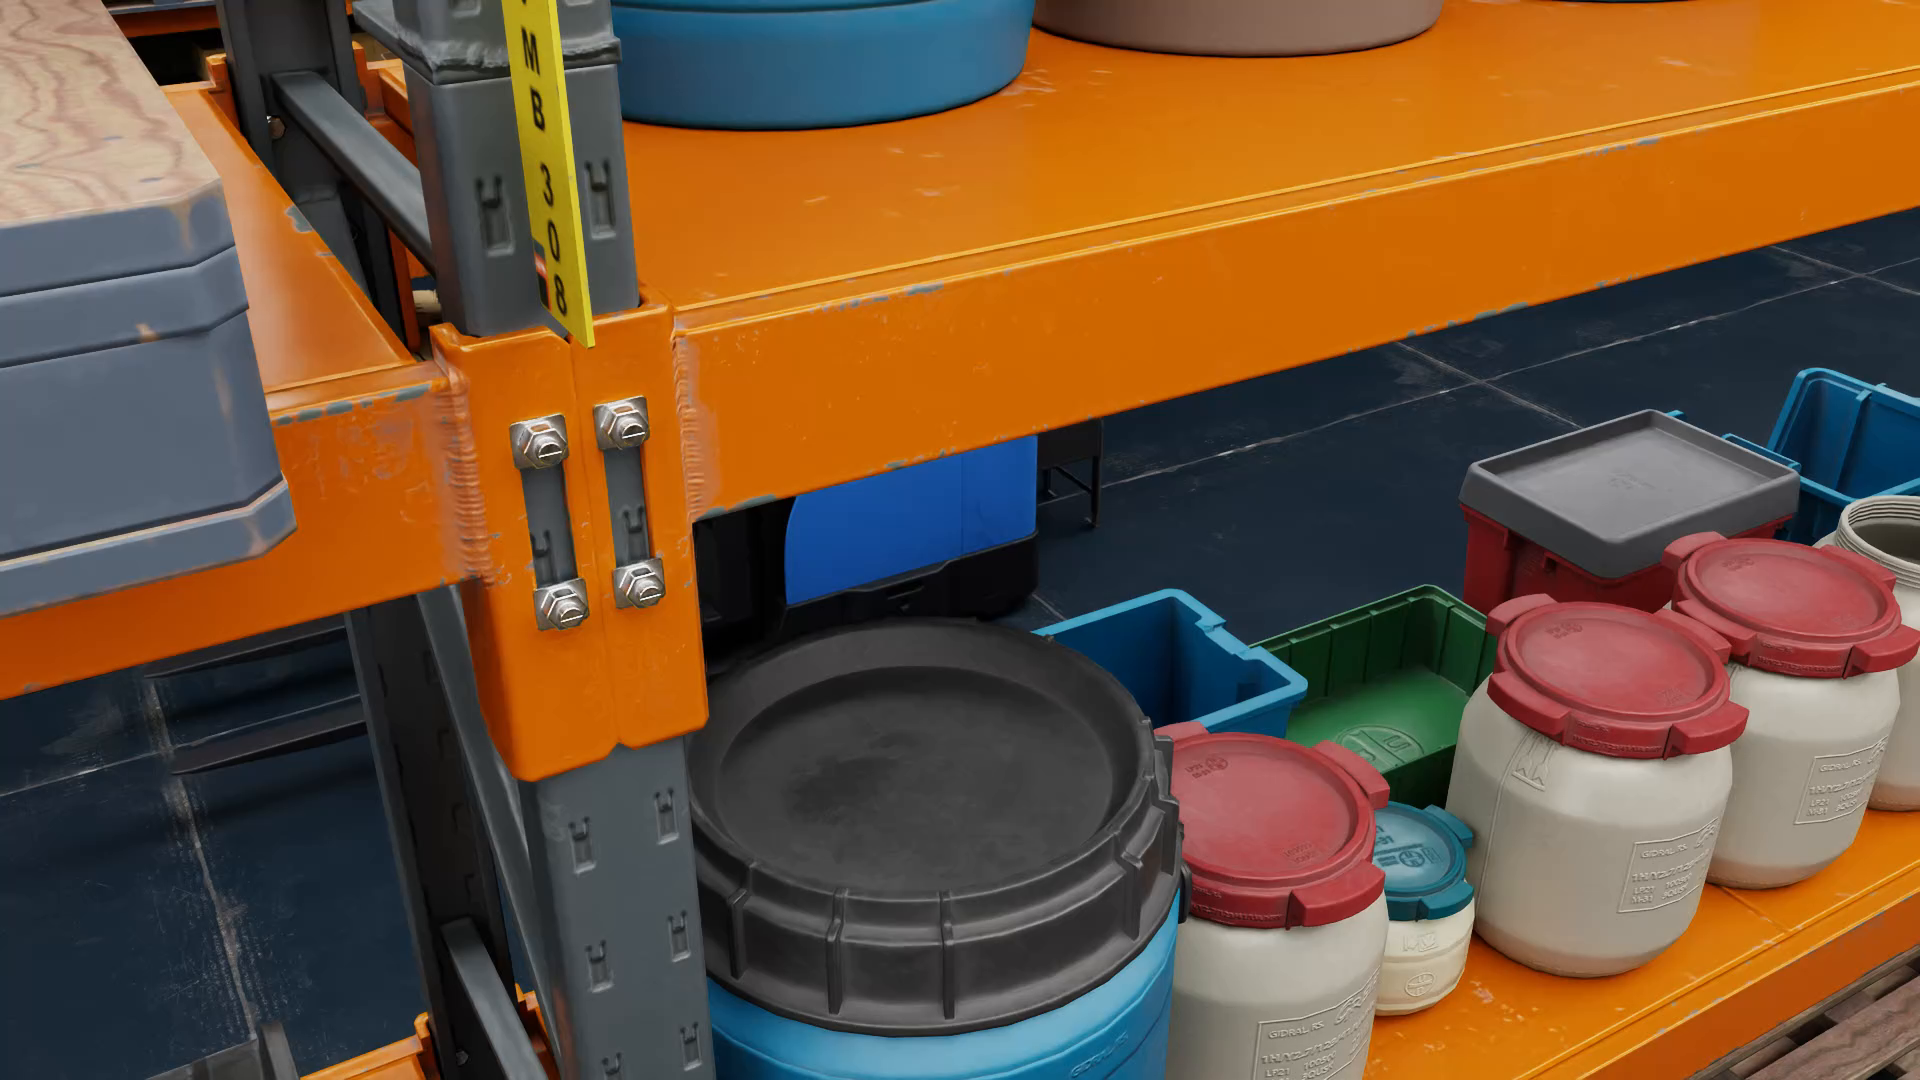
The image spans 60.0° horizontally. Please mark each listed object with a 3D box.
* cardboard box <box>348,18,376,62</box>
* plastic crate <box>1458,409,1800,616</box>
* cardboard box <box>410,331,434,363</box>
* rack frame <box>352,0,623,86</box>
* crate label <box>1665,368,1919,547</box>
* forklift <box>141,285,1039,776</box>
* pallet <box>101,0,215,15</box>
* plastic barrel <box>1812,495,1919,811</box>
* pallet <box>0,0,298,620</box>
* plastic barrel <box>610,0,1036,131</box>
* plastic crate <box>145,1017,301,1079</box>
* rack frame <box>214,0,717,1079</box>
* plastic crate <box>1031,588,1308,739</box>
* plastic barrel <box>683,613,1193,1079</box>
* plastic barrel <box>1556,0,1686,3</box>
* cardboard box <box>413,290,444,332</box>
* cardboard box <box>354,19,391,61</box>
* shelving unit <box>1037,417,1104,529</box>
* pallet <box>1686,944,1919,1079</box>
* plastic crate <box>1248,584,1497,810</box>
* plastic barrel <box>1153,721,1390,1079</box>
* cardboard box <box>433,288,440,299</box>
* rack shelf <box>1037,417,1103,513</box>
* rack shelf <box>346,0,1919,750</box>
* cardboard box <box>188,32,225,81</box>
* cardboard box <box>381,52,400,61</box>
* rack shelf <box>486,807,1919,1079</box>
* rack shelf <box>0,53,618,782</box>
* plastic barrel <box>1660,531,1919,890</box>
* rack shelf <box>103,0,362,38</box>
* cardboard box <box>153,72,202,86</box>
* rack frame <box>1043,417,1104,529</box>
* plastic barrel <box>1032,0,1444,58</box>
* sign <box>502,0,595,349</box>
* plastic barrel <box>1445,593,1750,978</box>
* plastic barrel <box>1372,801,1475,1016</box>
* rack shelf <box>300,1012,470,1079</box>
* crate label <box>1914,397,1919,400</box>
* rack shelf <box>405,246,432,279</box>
[{"bbox_3d":[-4.105,-3.182,10.767,0.500,0.250,0.500,-17,33,-28],"label":"cardboard box"},{"bbox_3d":[1.364,0.058,3.474,0.583,0.464,0.402,-16,33,-26],"label":"plastic crate"},{"bbox_3d":[-2.126,-0.611,6.583,0.500,0.311,0.500,-16,33,-27],"label":"cardboard box"},{"bbox_3d":[-0.537,-1.829,0.752,0.127,3.000,1.000,-16,33,-26],"label":"rack frame"},{"bbox_3d":[1.918,-0.067,3.730,0.616,0.435,0.502,-16,33,-26],"label":"crate label"},{"bbox_3d":[-1.239,-0.889,5.327,3.031,2.935,1.130,-16,33,-26],"label":"forklift"},{"bbox_3d":[-4.823,-3.372,9.955,1.213,0.211,1.003,-16,33,-26],"label":"pallet"},{"bbox_3d":[1.770,0.213,3.144,0.421,0.512,0.421,0,29,0],"label":"plastic barrel"},{"bbox_3d":[-1.109,-0.216,1.128,1.003,0.211,1.213,-16,33,-26],"label":"pallet"},{"bbox_3d":[-0.208,-0.951,1.745,0.708,0.901,0.600,-16,33,-26],"label":"plastic barrel"},{"bbox_3d":[-1.053,0.899,2.080,0.504,0.338,0.767,-16,33,-26],"label":"plastic crate"},{"bbox_3d":[-0.537,0.797,2.201,0.127,3.000,1.000,-16,33,-26],"label":"rack frame"},{"bbox_3d":[0.257,0.404,2.929,0.575,0.384,0.392,-16,33,-26],"label":"plastic crate"},{"bbox_3d":[-0.050,0.609,2.023,0.708,0.901,0.600,-16,33,-26],"label":"plastic barrel"},{"bbox_3d":[0.920,-1.271,2.325,0.708,0.901,0.600,-16,33,-26],"label":"plastic barrel"},{"bbox_3d":[-2.394,-0.841,7.001,0.500,0.311,0.500,-15,32,-25],"label":"cardboard box"},{"bbox_3d":[-3.666,-3.296,10.974,0.500,0.250,0.500,-16,33,-27],"label":"cardboard box"},{"bbox_3d":[0.253,-0.991,6.372,0.503,2.100,0.431,-16,33,-26],"label":"shelving unit"},{"bbox_3d":[2.224,1.212,4.335,1.213,0.211,1.003,-16,33,-26],"label":"pallet"},{"bbox_3d":[0.822,0.346,3.238,0.662,0.188,0.450,-16,33,-26],"label":"plastic crate"},{"bbox_3d":[0.399,0.595,2.427,0.433,0.535,0.433,0,29,0],"label":"plastic barrel"},{"bbox_3d":[-1.962,-0.963,7.220,0.500,0.311,0.500,-16,33,-26],"label":"cardboard box"},{"bbox_3d":[0.253,-0.366,6.717,0.480,0.518,0.431,-16,33,-26],"label":"rack shelf"},{"bbox_3d":[1.188,-0.691,2.537,4.000,0.370,1.077,-16,33,-26],"label":"rack shelf"},{"bbox_3d":[-4.552,-3.053,10.533,0.500,0.250,0.500,-17,33,-27],"label":"cardboard box"},{"bbox_3d":[-1.918,-1.621,6.480,0.500,0.500,0.500,-13,32,-23],"label":"cardboard box"},{"bbox_3d":[1.188,0.622,3.262,4.000,0.370,1.077,-16,33,-26],"label":"rack shelf"},{"bbox_3d":[-2.261,0.288,0.763,4.000,0.370,1.077,-16,33,-26],"label":"rack shelf"},{"bbox_3d":[1.405,0.309,2.945,0.433,0.535,0.433,0,29,0],"label":"plastic barrel"},{"bbox_3d":[-3.831,-3.505,10.740,4.000,0.370,1.077,-16,33,-26],"label":"rack shelf"},{"bbox_3d":[-4.930,-2.615,10.516,0.500,0.500,0.700,-15,32,-25],"label":"cardboard box"},{"bbox_3d":[0.464,-1.050,6.479,0.015,2.100,0.400,-16,33,-26],"label":"rack frame"},{"bbox_3d":[0.356,-1.111,2.035,0.600,0.901,0.600,0,29,0],"label":"plastic barrel"},{"bbox_3d":[-0.268,-0.288,1.054,0.005,0.325,0.100,-16,33,-26],"label":"sign"},{"bbox_3d":[1.032,0.415,2.753,0.433,0.535,0.433,0,29,0],"label":"plastic barrel"},{"bbox_3d":[0.682,0.598,2.706,0.301,0.262,0.301,0,29,0],"label":"plastic barrel"},{"bbox_3d":[-2.261,1.602,1.488,4.000,0.370,1.077,-16,33,-26],"label":"rack shelf"},{"bbox_3d":[2.359,-0.162,4.112,0.416,0.233,0.303,-16,33,-26],"label":"crate label"},{"bbox_3d":[-1.319,-1.442,7.003,4.000,0.370,1.077,-16,33,-26],"label":"rack shelf"}]
